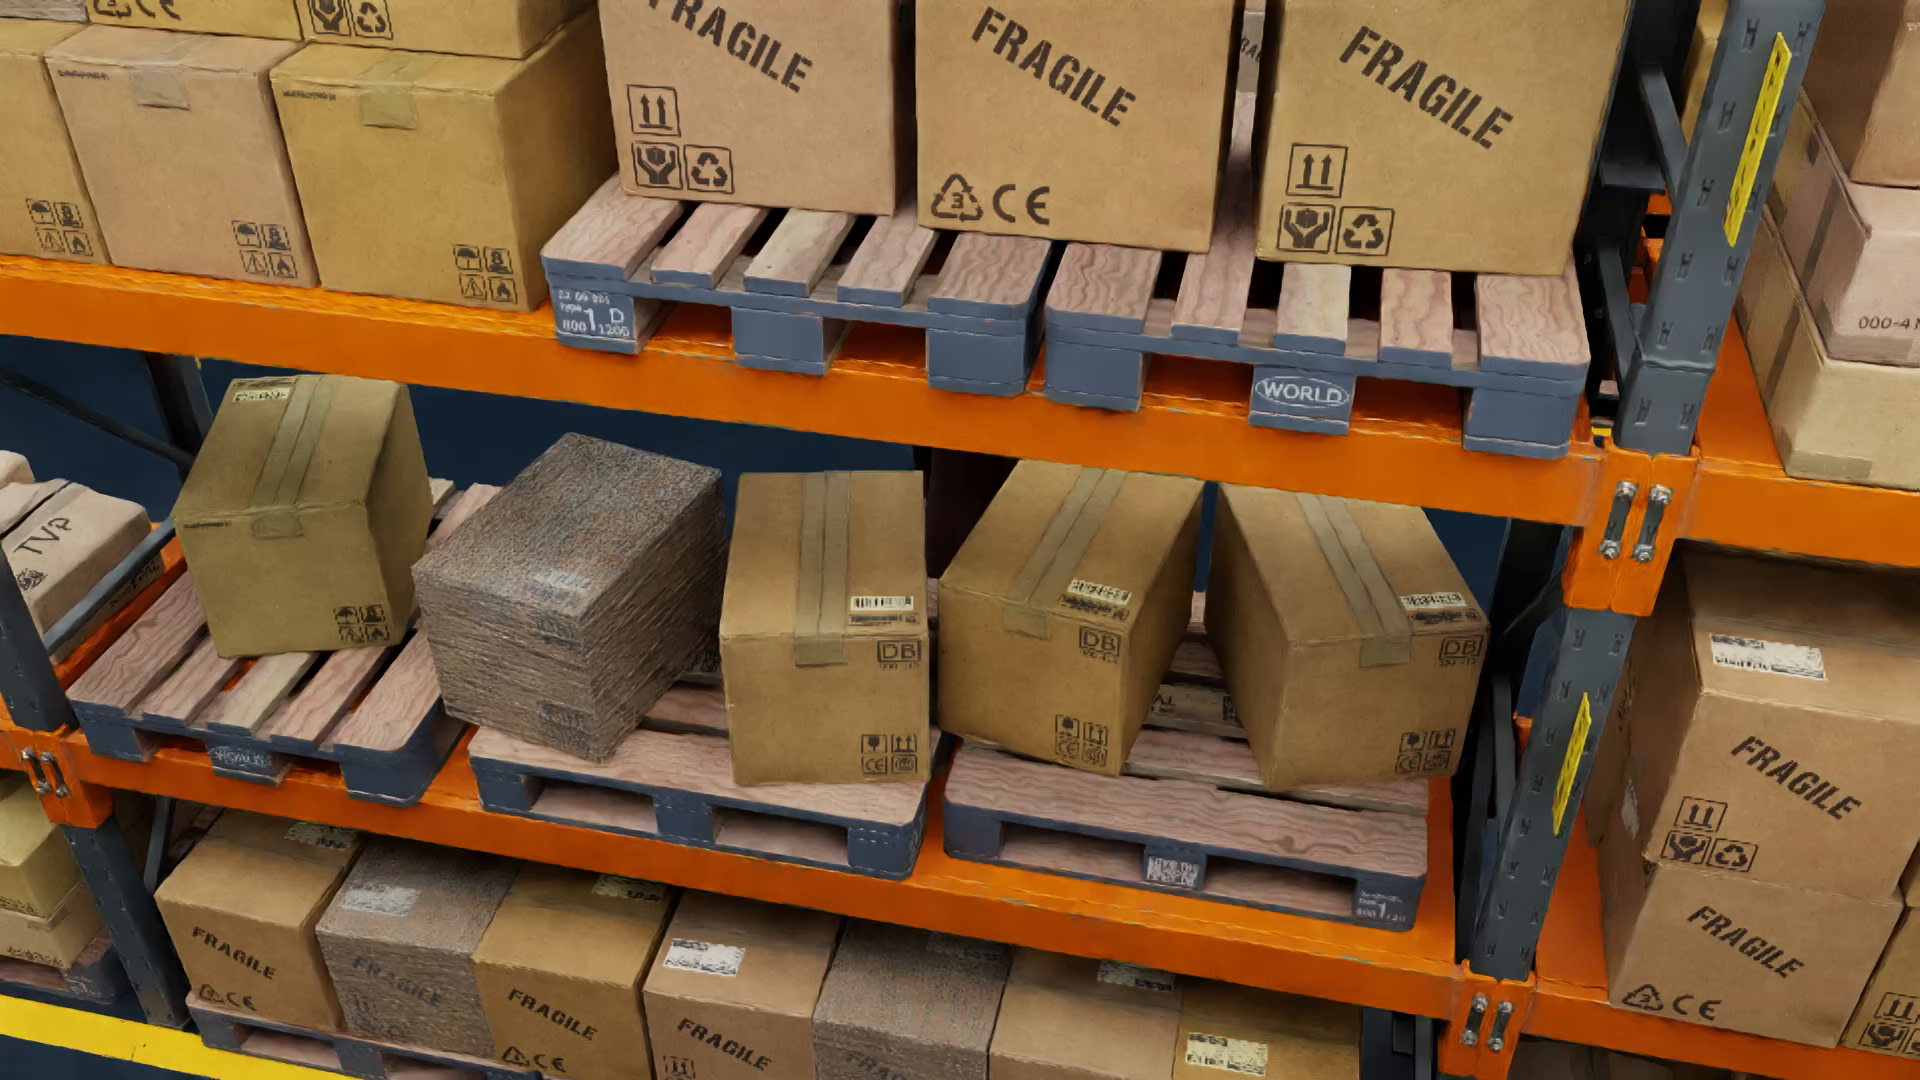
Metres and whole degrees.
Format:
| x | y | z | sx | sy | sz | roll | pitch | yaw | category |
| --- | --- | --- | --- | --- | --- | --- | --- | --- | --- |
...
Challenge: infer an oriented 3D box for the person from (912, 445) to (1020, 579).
| x | y | z | sx | sy | sz | roll | pitch | yaw | category |
| --- | --- | --- | --- | --- | --- | --- | --- | --- | --- |
| 0.123 | -0.095 | 6.244 | 0.683 | 1.777 | 0.631 | 23 | 42 | 29 | person |
